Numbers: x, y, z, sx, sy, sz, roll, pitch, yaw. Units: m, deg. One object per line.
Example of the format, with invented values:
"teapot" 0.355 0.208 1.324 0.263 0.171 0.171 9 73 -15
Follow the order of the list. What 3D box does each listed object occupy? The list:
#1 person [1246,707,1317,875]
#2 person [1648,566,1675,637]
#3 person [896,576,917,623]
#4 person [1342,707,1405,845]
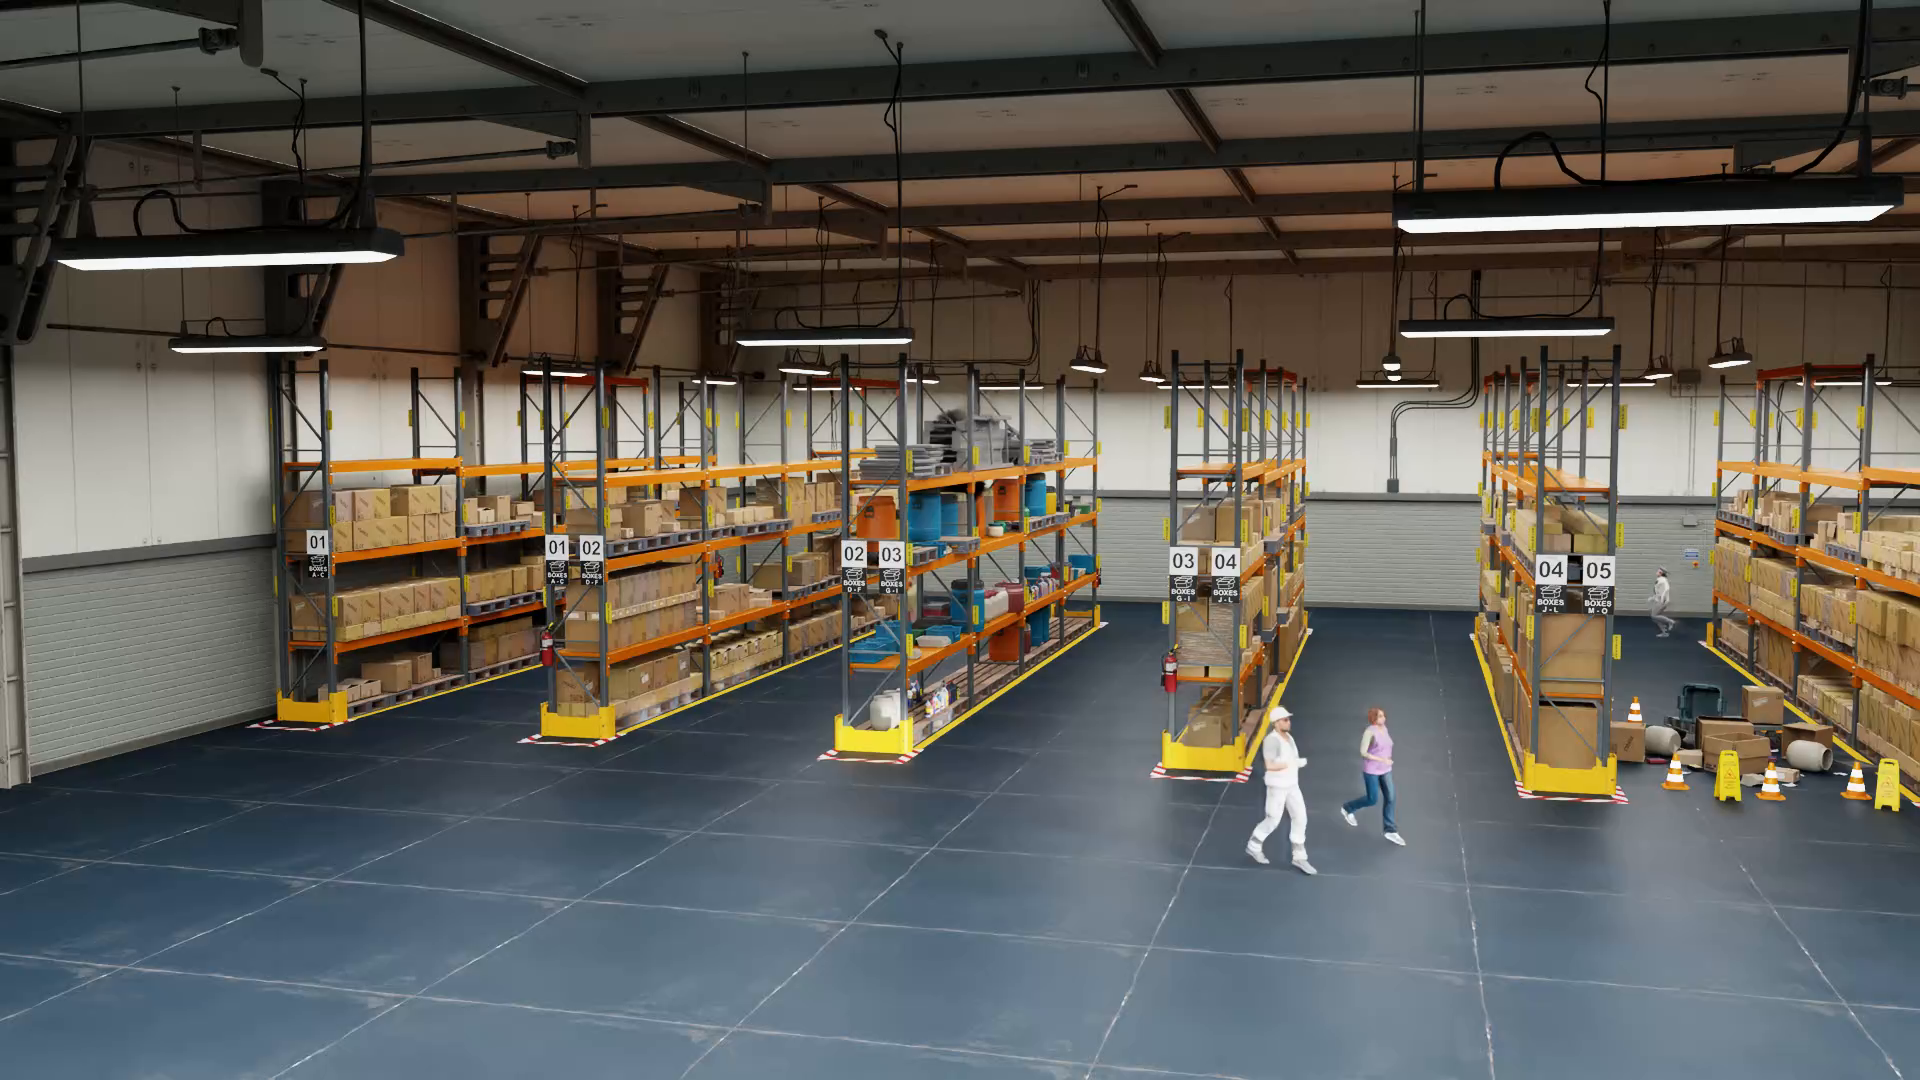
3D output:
"person" 3.564 2.758 18.449 0.828 1.819 0.639 4 6 43
"person" 16.197 1.427 38.373 0.611 1.648 0.638 2 5 27
"person" -1.107 1.559 36.117 0.540 1.679 0.940 0 4 5
"person" 4.959 2.779 19.874 0.553 1.597 0.877 -3 5 -38
